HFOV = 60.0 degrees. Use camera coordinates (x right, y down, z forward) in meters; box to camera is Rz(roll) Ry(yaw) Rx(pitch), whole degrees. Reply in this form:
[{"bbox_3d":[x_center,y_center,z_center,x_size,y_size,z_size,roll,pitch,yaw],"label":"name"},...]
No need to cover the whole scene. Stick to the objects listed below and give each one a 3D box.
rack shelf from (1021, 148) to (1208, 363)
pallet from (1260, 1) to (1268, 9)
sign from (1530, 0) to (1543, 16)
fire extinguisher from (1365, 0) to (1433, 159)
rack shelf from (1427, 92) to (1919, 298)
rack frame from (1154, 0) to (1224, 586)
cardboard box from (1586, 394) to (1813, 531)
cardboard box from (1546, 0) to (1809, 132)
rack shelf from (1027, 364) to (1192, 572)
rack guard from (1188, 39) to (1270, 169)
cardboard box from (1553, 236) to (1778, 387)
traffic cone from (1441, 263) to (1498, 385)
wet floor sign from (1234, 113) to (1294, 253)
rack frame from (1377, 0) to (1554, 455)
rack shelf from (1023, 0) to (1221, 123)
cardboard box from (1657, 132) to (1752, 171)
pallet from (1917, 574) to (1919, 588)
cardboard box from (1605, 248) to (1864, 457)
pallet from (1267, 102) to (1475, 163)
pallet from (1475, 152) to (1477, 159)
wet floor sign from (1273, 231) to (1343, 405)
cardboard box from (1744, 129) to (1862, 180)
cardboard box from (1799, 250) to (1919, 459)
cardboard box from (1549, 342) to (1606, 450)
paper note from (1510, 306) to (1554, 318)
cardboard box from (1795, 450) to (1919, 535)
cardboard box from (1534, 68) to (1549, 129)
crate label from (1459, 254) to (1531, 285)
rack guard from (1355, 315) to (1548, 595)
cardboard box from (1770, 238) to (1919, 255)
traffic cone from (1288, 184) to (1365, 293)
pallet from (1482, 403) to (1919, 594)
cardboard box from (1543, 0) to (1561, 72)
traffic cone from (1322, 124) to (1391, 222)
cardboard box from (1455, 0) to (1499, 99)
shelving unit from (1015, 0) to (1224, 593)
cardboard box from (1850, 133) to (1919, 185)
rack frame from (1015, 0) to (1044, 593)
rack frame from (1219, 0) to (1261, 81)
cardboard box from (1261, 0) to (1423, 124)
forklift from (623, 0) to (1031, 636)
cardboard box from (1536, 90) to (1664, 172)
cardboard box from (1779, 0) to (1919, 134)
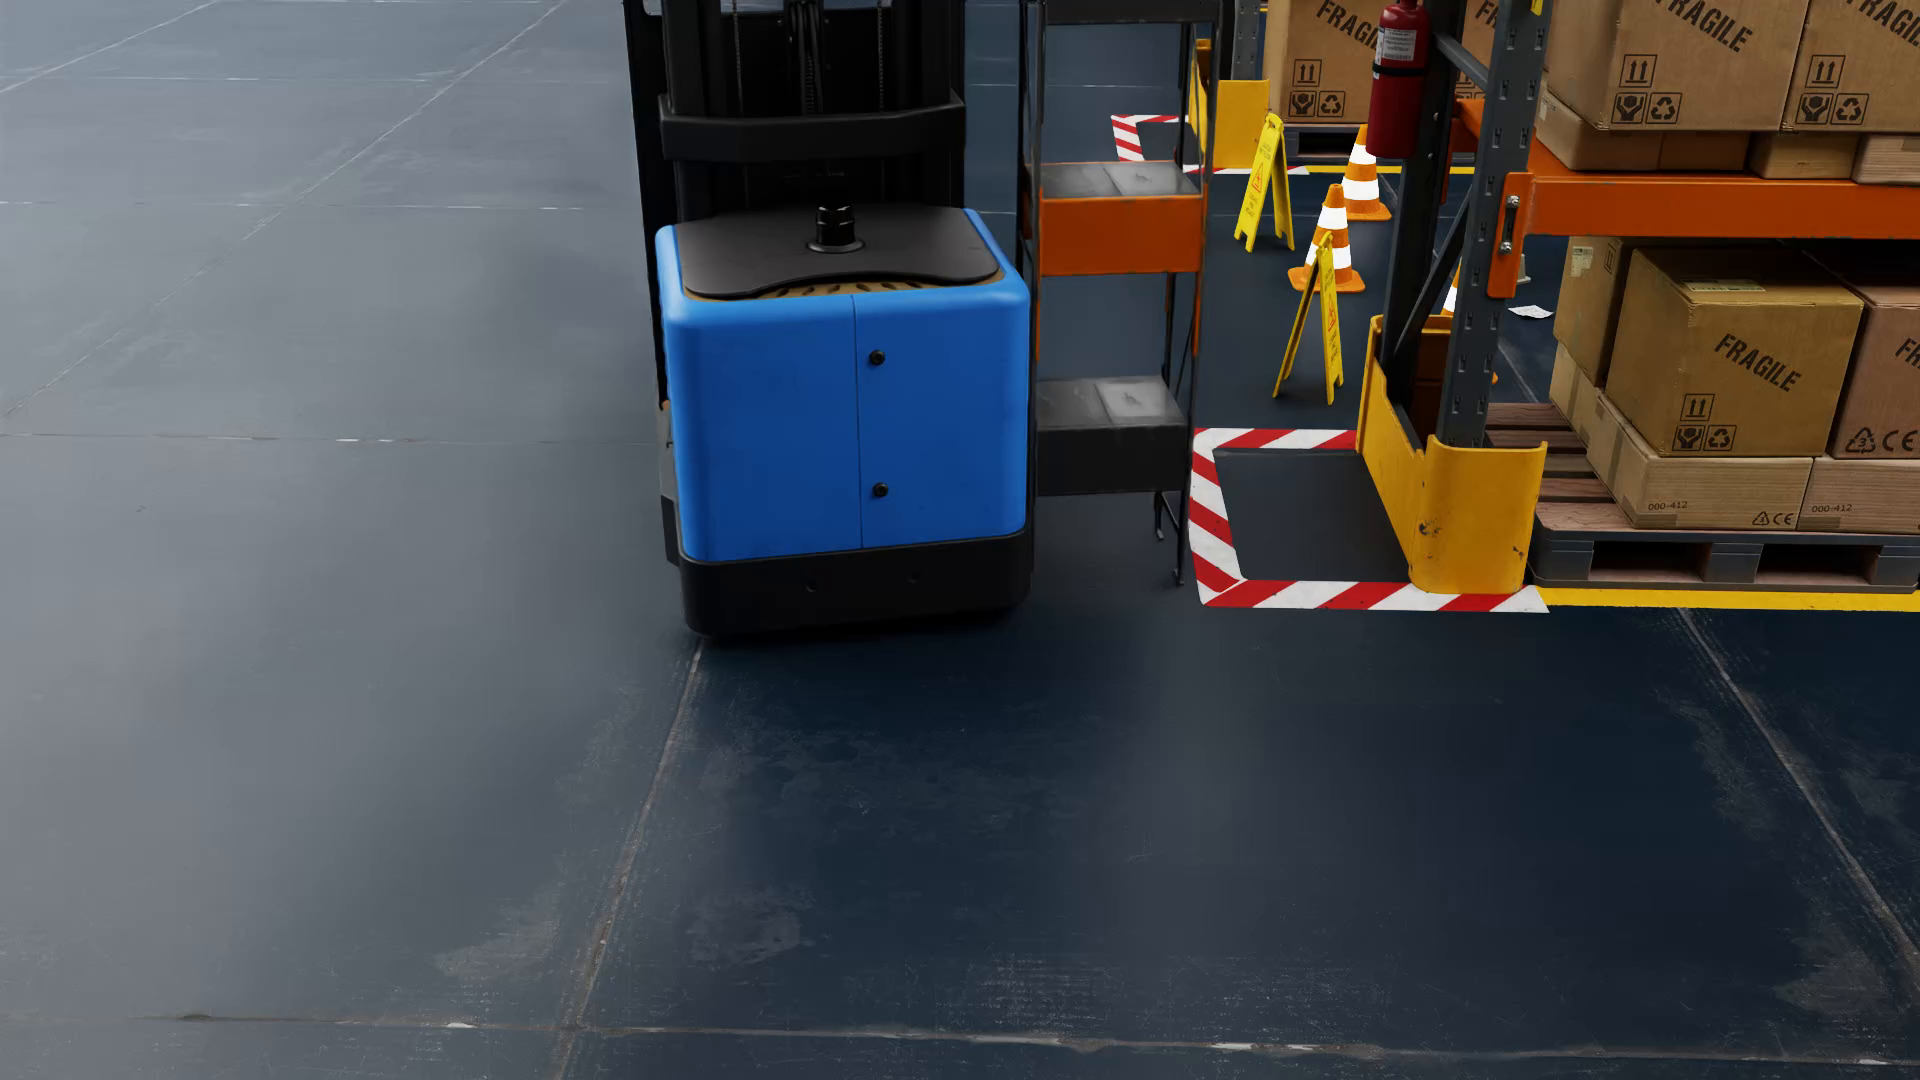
[{"bbox_3d":[0.441,-0.856,4.963,0.480,0.518,0.431,-3,27,-5],"label":"rack shelf"},{"bbox_3d":[2.795,-4.804,14.405,1.213,0.211,1.003,1,28,2],"label":"pallet"},{"bbox_3d":[1.539,-1.557,4.378,0.005,0.325,0.100,1,28,2],"label":"sign"},{"bbox_3d":[1.460,-1.612,5.489,0.183,0.674,0.296,1,28,2],"label":"fire extinguisher"},{"bbox_3d":[3.557,-1.078,5.166,4.000,0.370,1.077,1,28,2],"label":"rack shelf"},{"bbox_3d":[0.683,-0.879,4.978,0.015,2.100,0.400,-3,27,-5],"label":"rack frame"},{"bbox_3d":[2.355,-0.257,5.337,0.500,0.250,0.500,1,28,1],"label":"cardboard box"},{"bbox_3d":[2.022,-1.467,4.707,0.500,0.500,0.500,1,28,1],"label":"cardboard box"},{"bbox_3d":[0.442,-0.234,5.285,0.480,0.518,0.431,-3,27,-5],"label":"rack shelf"},{"bbox_3d":[1.608,-2.643,10.020,0.348,0.500,1.175,1,28,2],"label":"rack guard"},{"bbox_3d":[2.368,-0.840,5.636,0.500,0.500,0.500,1,28,2],"label":"cardboard box"},{"bbox_3d":[2.034,-0.905,6.780,0.334,0.463,0.336,1,28,2],"label":"traffic cone"},{"bbox_3d":[1.533,-1.781,8.238,0.232,0.644,0.267,-4,28,-7],"label":"wet floor sign"},{"bbox_3d":[1.558,-1.429,5.060,0.127,3.000,1.000,1,28,2],"label":"rack frame"},{"bbox_3d":[0.439,-1.477,4.641,0.480,0.518,0.431,-3,27,-5],"label":"rack shelf"},{"bbox_3d":[2.143,-1.218,4.931,0.250,0.149,0.380,1,28,3],"label":"cardboard box"},{"bbox_3d":[3.661,-0.144,5.614,1.213,0.211,1.003,1,28,2],"label":"pallet"},{"bbox_3d":[2.379,-0.588,5.161,0.500,0.500,0.500,0,28,0],"label":"cardboard box"},{"bbox_3d":[2.434,-2.539,10.131,1.213,0.211,1.003,1,28,2],"label":"pallet"},{"bbox_3d":[3.650,-2.517,10.091,1.213,0.211,1.003,1,28,2],"label":"pallet"},{"bbox_3d":[1.406,-0.893,6.562,0.232,0.644,0.267,11,30,19],"label":"wet floor sign"},{"bbox_3d":[2.406,-1.175,4.850,0.250,0.149,0.380,0,28,0],"label":"cardboard box"},{"bbox_3d":[2.901,-0.581,5.148,0.500,0.500,0.500,0,28,0],"label":"cardboard box"},{"bbox_3d":[2.400,-0.512,5.818,0.500,0.250,0.500,1,28,2],"label":"cardboard box"},{"bbox_3d":[2.573,-1.033,7.484,0.142,0.019,0.148,-9,29,-16],"label":"paper note"},{"bbox_3d":[2.865,-0.245,5.314,0.500,0.250,0.500,2,28,4],"label":"cardboard box"},{"bbox_3d":[1.940,-1.412,5.296,0.250,0.149,0.380,2,28,4],"label":"cardboard box"},{"bbox_3d":[2.521,-1.302,7.877,0.298,0.136,0.250,-14,31,-24],"label":"crate label"},{"bbox_3d":[1.634,-0.323,5.643,0.348,0.500,1.175,1,28,2],"label":"rack guard"},{"bbox_3d":[2.890,-0.833,5.622,0.500,0.500,0.500,2,28,4],"label":"cardboard box"},{"bbox_3d":[1.733,-1.430,7.771,0.334,0.463,0.336,1,28,2],"label":"traffic cone"},{"bbox_3d":[2.445,-0.166,5.654,1.213,0.211,1.003,1,28,2],"label":"pallet"},{"bbox_3d":[2.111,-1.724,5.194,0.500,0.500,0.500,0,28,1],"label":"cardboard box"},{"bbox_3d":[2.113,-1.953,8.758,0.334,0.463,0.336,1,28,2],"label":"traffic cone"},{"bbox_3d":[3.192,-3.000,9.845,0.875,0.875,0.875,1,28,1],"label":"cardboard box"},{"bbox_3d":[0.441,-0.868,4.957,0.503,2.100,0.431,-3,27,-5],"label":"shelving unit"},{"bbox_3d":[2.658,-1.150,4.802,0.250,0.149,0.380,1,28,3],"label":"cardboard box"},{"bbox_3d":[0.198,-0.856,4.936,0.015,2.100,0.400,-3,27,-5],"label":"rack frame"},{"bbox_3d":[1.632,-3.747,9.434,0.127,3.000,1.000,1,28,2],"label":"rack frame"},{"bbox_3d":[2.312,-3.014,9.871,0.875,0.875,0.875,1,28,2],"label":"cardboard box"},{"bbox_3d":[-0.575,-1.684,5.616,1.130,2.935,3.031,-5,28,-10],"label":"forklift"},{"bbox_3d":[1.891,-1.215,4.926,0.250,0.149,0.380,1,28,2],"label":"cardboard box"},{"bbox_3d":[2.540,-1.460,4.694,0.500,0.500,0.500,2,28,3],"label":"cardboard box"}]
